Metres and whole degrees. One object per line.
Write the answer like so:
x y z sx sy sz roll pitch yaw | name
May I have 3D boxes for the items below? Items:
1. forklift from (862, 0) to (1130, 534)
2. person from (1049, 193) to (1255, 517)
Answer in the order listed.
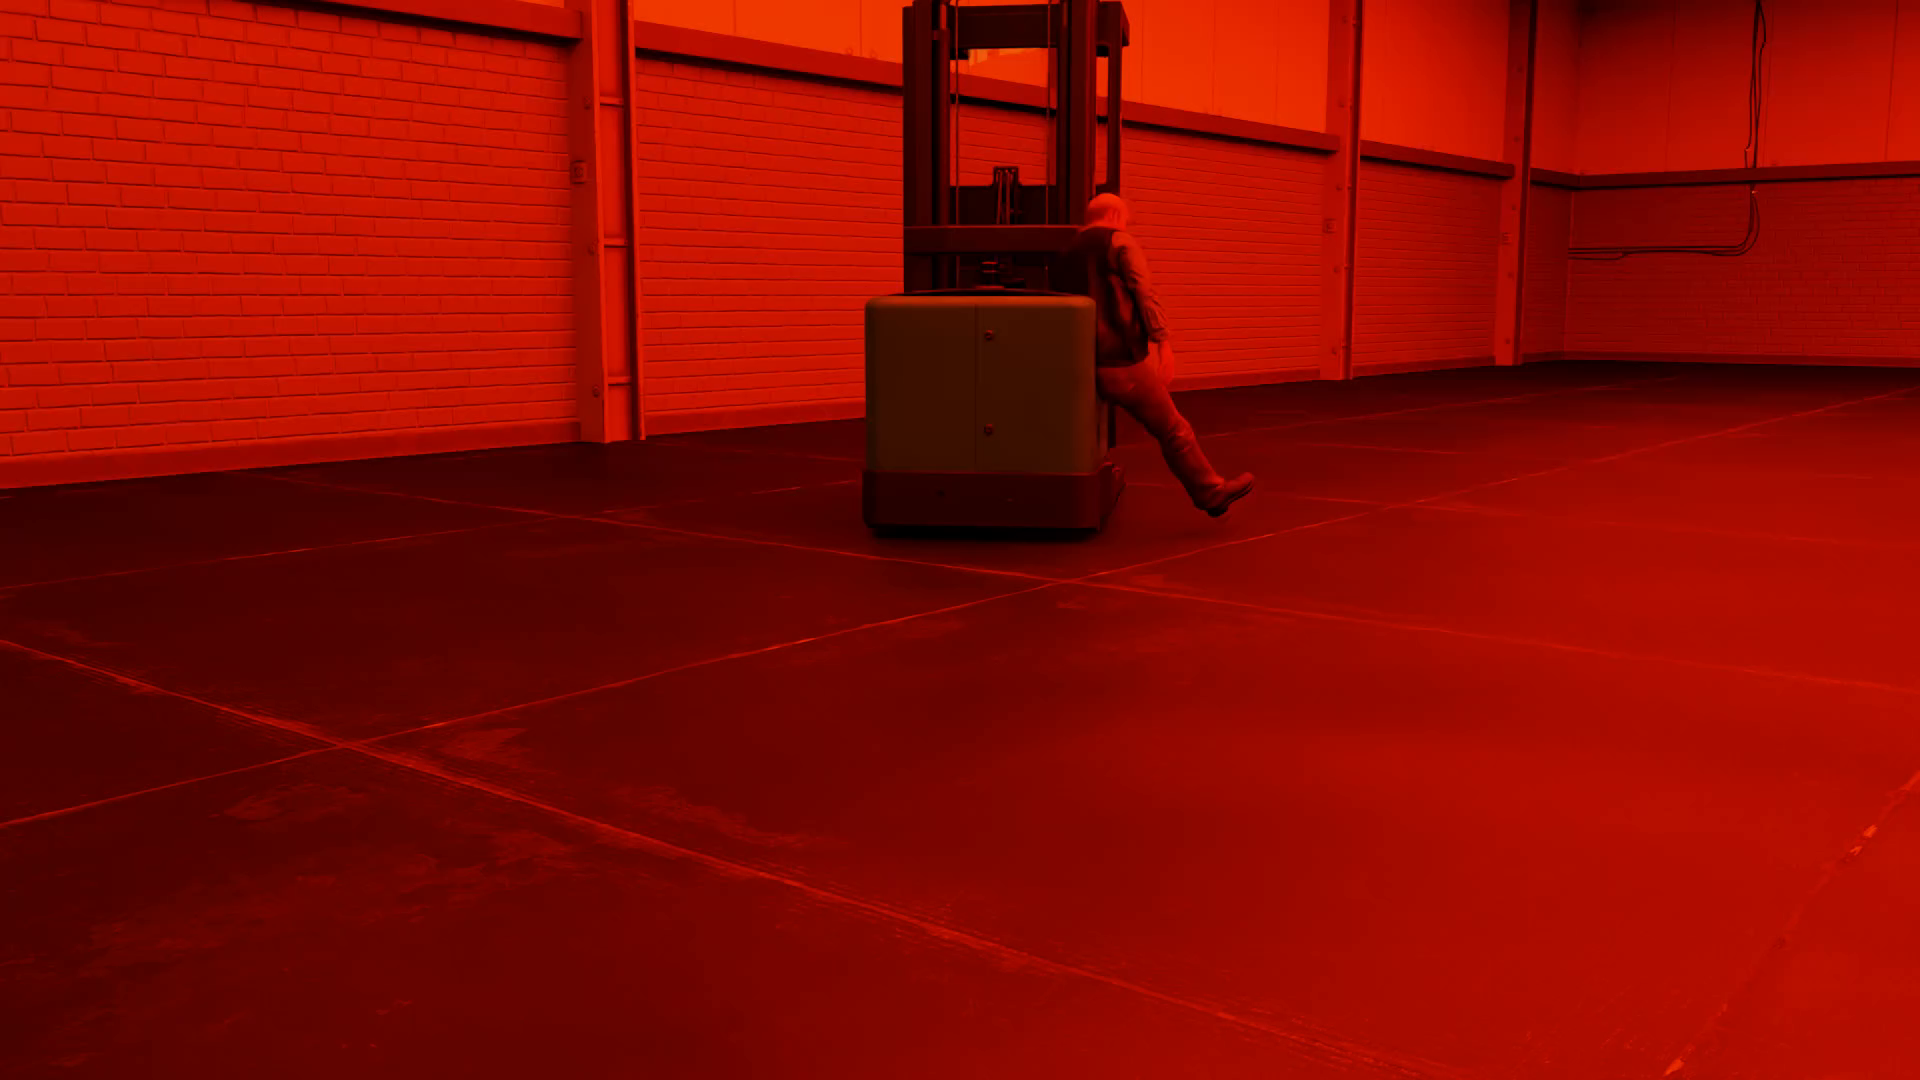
0.295 -1.655 8.589 1.130 2.935 3.031 1 8 9 | forklift
0.792 -0.853 7.758 0.946 1.488 0.873 -7 11 -39 | person
